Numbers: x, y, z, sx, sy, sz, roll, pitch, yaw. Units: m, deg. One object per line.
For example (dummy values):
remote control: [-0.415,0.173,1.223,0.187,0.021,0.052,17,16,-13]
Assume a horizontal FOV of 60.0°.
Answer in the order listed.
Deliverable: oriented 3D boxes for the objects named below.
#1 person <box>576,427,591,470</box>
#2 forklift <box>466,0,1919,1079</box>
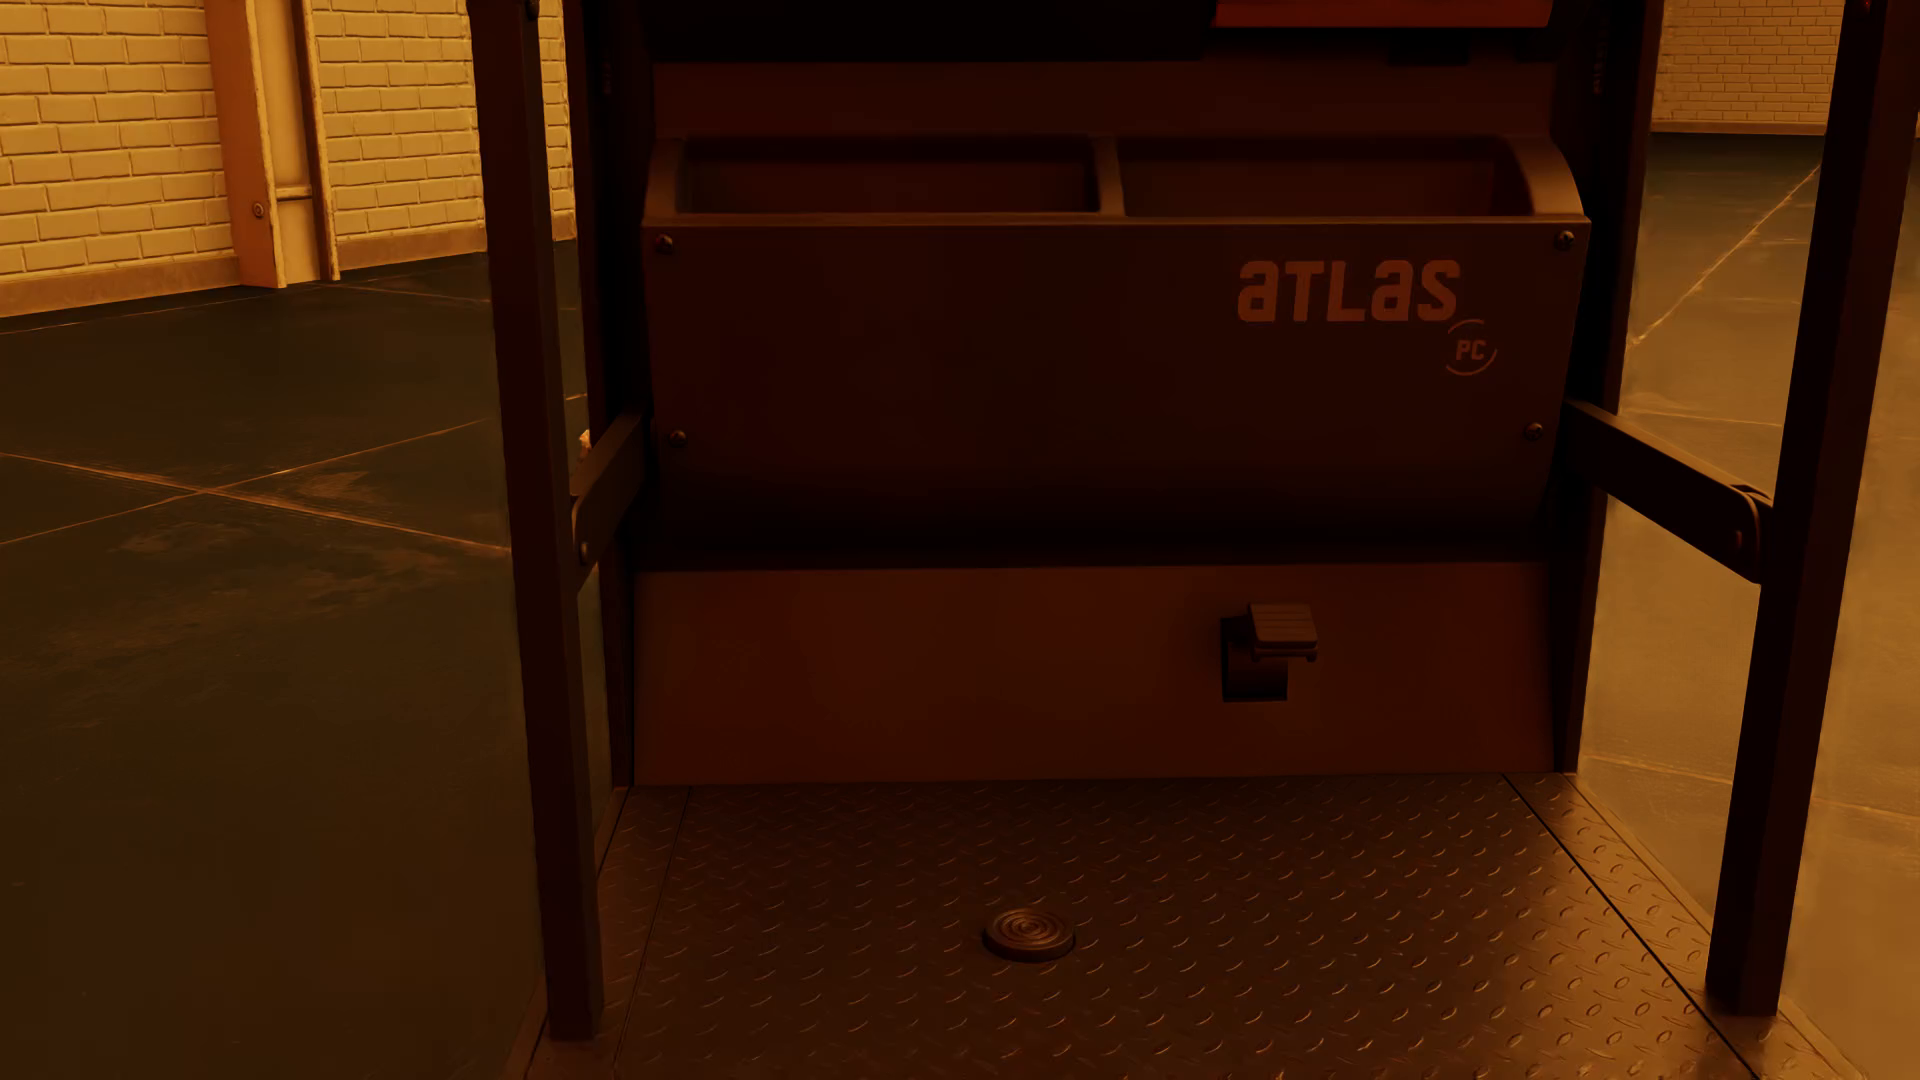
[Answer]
person: [-0.608,-0.909,4.229,0.727,1.606,0.996,-9,18,-27]
forklift: [0.164,-0.736,1.350,1.130,2.935,3.031,-1,16,-2]
